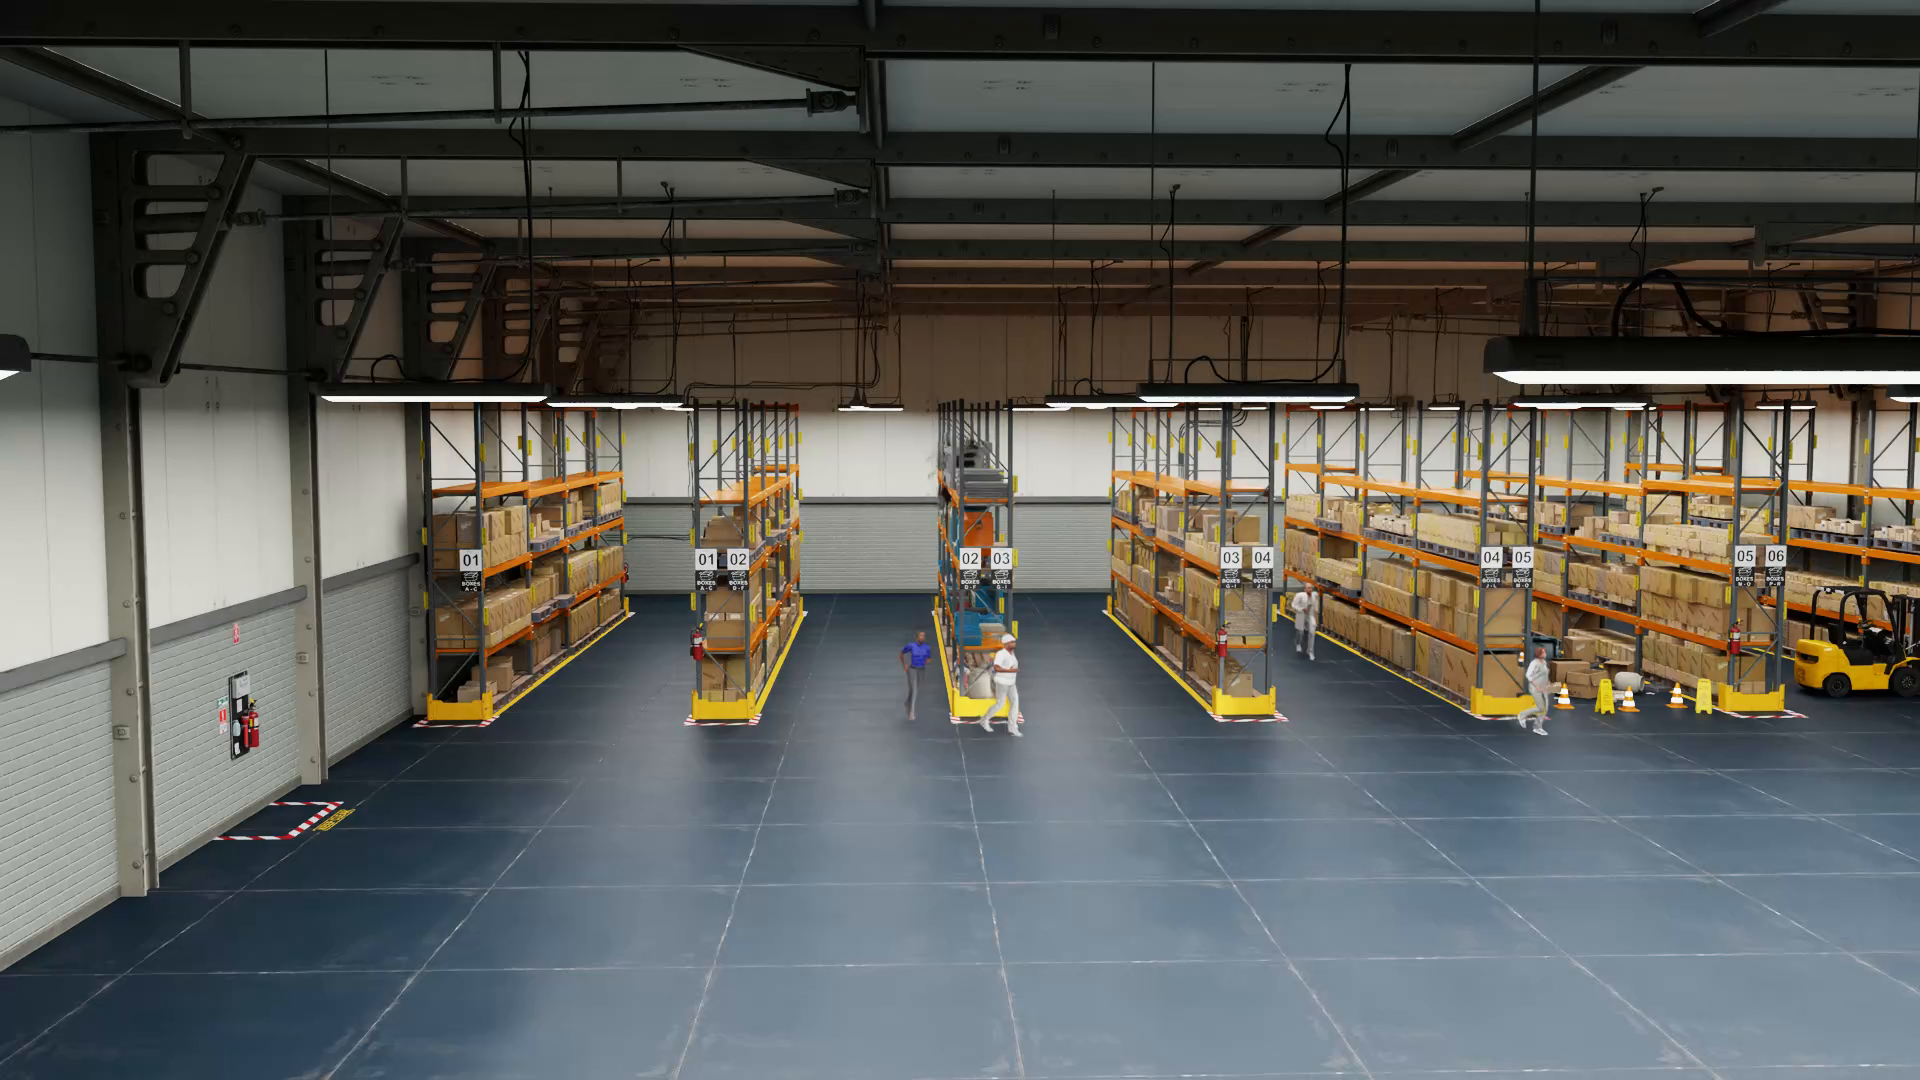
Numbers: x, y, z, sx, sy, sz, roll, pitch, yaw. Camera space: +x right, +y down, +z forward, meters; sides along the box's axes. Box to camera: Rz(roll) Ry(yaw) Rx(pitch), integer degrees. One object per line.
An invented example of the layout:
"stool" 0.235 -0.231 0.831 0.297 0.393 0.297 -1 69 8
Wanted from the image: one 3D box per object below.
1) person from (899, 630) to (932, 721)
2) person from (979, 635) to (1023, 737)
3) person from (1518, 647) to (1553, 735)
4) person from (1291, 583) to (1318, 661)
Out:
"person" -0.814 2.547 31.375 0.596 1.672 0.776 -2 5 -26
"person" 0.800 2.586 29.735 0.847 1.794 0.699 3 5 30
"person" 10.321 2.686 29.829 0.561 1.578 0.542 -4 6 -41
"person" 8.100 1.878 39.116 0.702 1.780 1.180 0 4 -5
